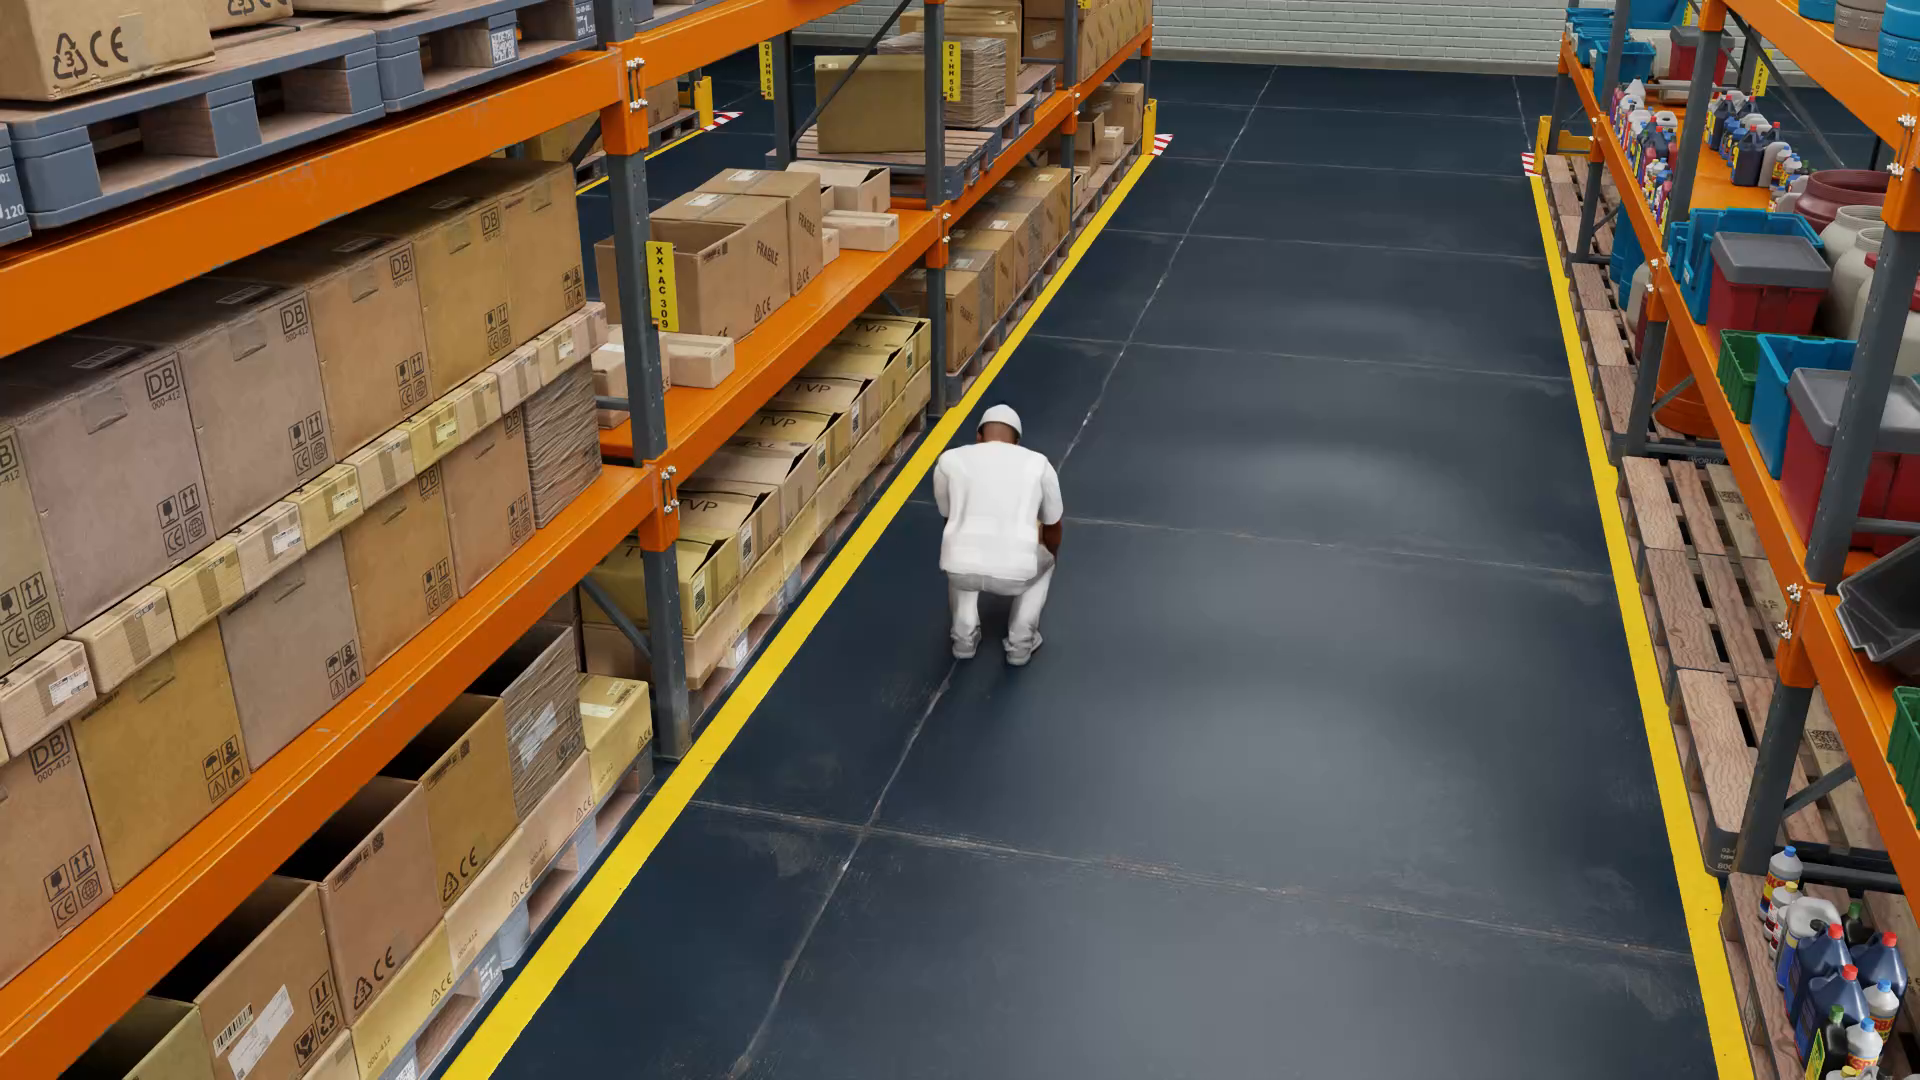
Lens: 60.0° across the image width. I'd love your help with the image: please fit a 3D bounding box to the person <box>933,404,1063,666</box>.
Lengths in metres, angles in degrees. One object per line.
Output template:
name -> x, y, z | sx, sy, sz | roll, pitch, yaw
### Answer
person -> 0.143, -0.024, 7.508 | 0.583, 1.025, 0.896 | 6, 26, 12
